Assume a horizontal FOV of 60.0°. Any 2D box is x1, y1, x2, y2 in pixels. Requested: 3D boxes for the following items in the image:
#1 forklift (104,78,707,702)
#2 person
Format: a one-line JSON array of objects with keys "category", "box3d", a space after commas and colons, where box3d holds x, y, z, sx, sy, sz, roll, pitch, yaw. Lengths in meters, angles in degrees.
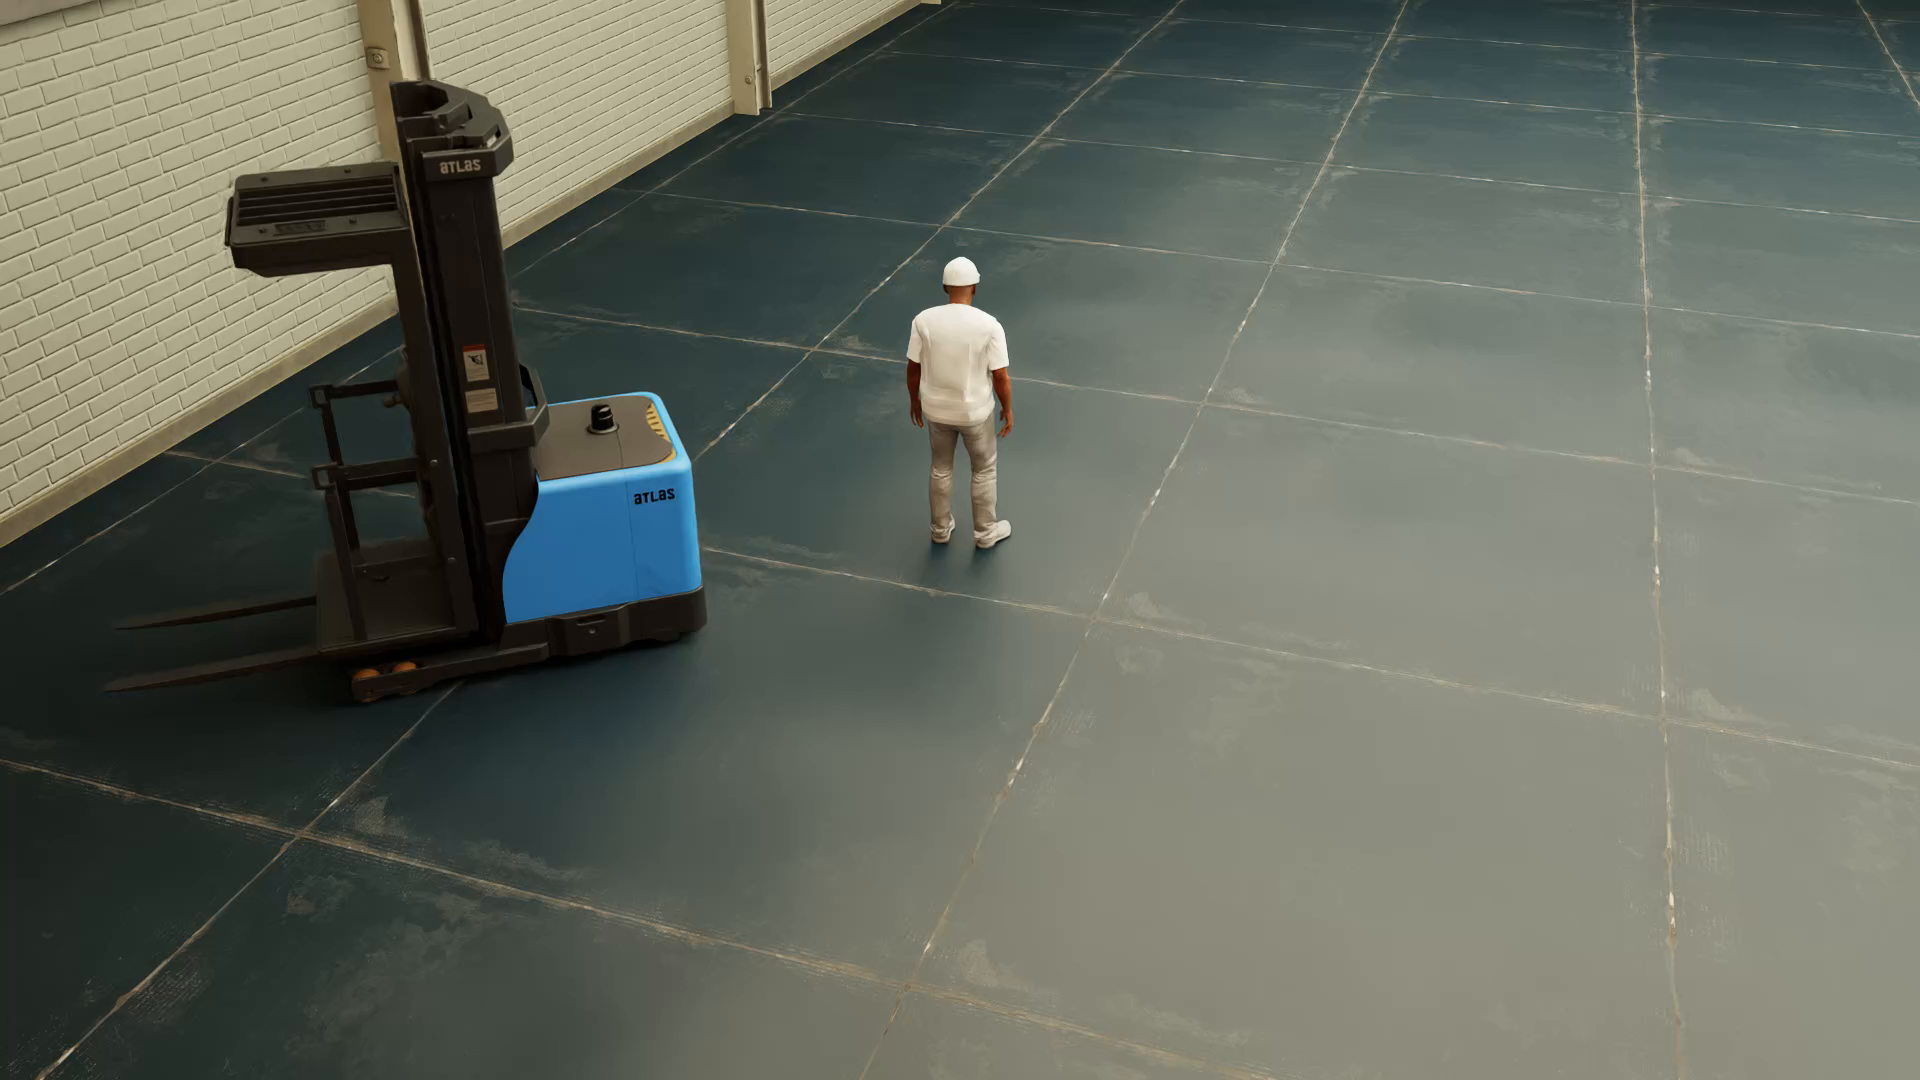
[{"category": "forklift", "box3d": [-2.968, -0.729, 8.416, 3.031, 2.935, 1.130, -10, 31, -17]}, {"category": "person", "box3d": [0.005, -0.783, 9.696, 0.626, 1.760, 0.460, 9, 31, 15]}]
